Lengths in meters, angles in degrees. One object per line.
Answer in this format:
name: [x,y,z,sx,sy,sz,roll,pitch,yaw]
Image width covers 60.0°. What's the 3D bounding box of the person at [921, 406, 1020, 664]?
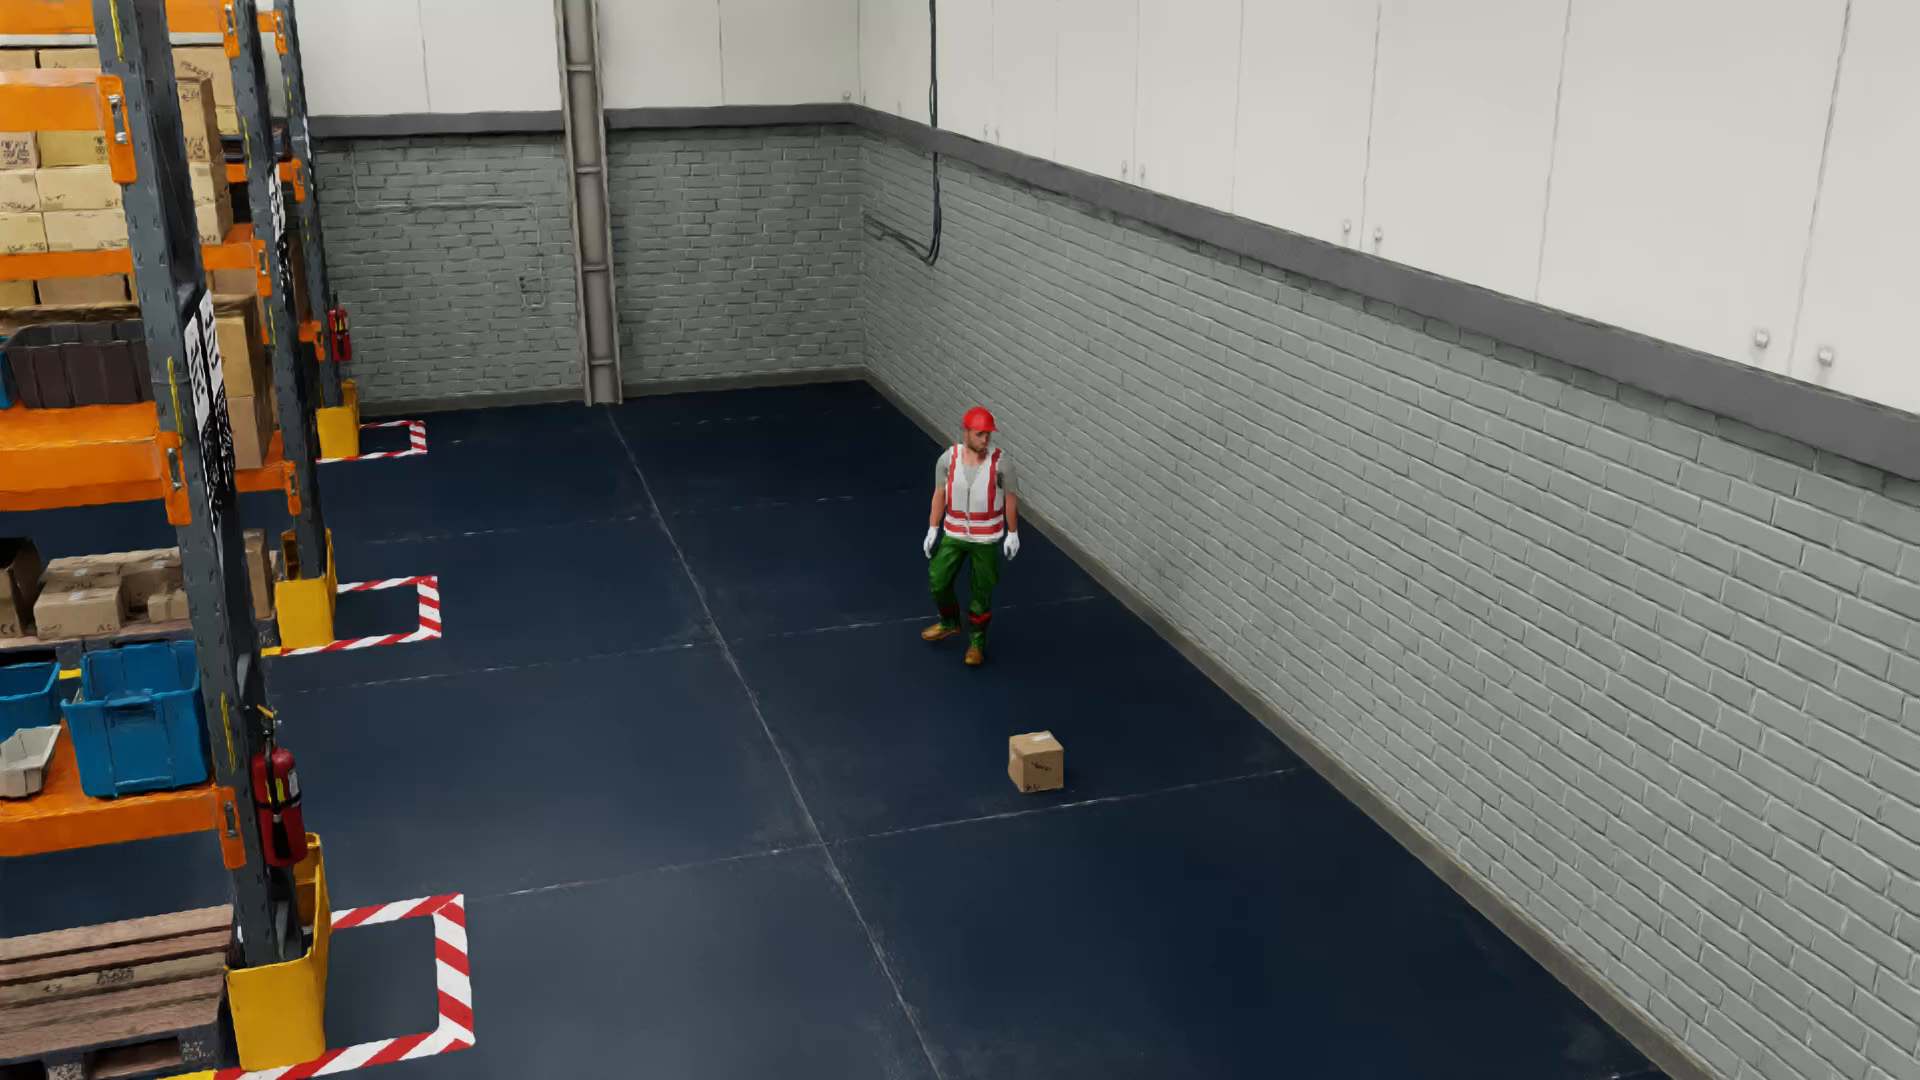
person: [0.040,-0.042,11.096,0.711,1.781,0.430,5,20,15]
